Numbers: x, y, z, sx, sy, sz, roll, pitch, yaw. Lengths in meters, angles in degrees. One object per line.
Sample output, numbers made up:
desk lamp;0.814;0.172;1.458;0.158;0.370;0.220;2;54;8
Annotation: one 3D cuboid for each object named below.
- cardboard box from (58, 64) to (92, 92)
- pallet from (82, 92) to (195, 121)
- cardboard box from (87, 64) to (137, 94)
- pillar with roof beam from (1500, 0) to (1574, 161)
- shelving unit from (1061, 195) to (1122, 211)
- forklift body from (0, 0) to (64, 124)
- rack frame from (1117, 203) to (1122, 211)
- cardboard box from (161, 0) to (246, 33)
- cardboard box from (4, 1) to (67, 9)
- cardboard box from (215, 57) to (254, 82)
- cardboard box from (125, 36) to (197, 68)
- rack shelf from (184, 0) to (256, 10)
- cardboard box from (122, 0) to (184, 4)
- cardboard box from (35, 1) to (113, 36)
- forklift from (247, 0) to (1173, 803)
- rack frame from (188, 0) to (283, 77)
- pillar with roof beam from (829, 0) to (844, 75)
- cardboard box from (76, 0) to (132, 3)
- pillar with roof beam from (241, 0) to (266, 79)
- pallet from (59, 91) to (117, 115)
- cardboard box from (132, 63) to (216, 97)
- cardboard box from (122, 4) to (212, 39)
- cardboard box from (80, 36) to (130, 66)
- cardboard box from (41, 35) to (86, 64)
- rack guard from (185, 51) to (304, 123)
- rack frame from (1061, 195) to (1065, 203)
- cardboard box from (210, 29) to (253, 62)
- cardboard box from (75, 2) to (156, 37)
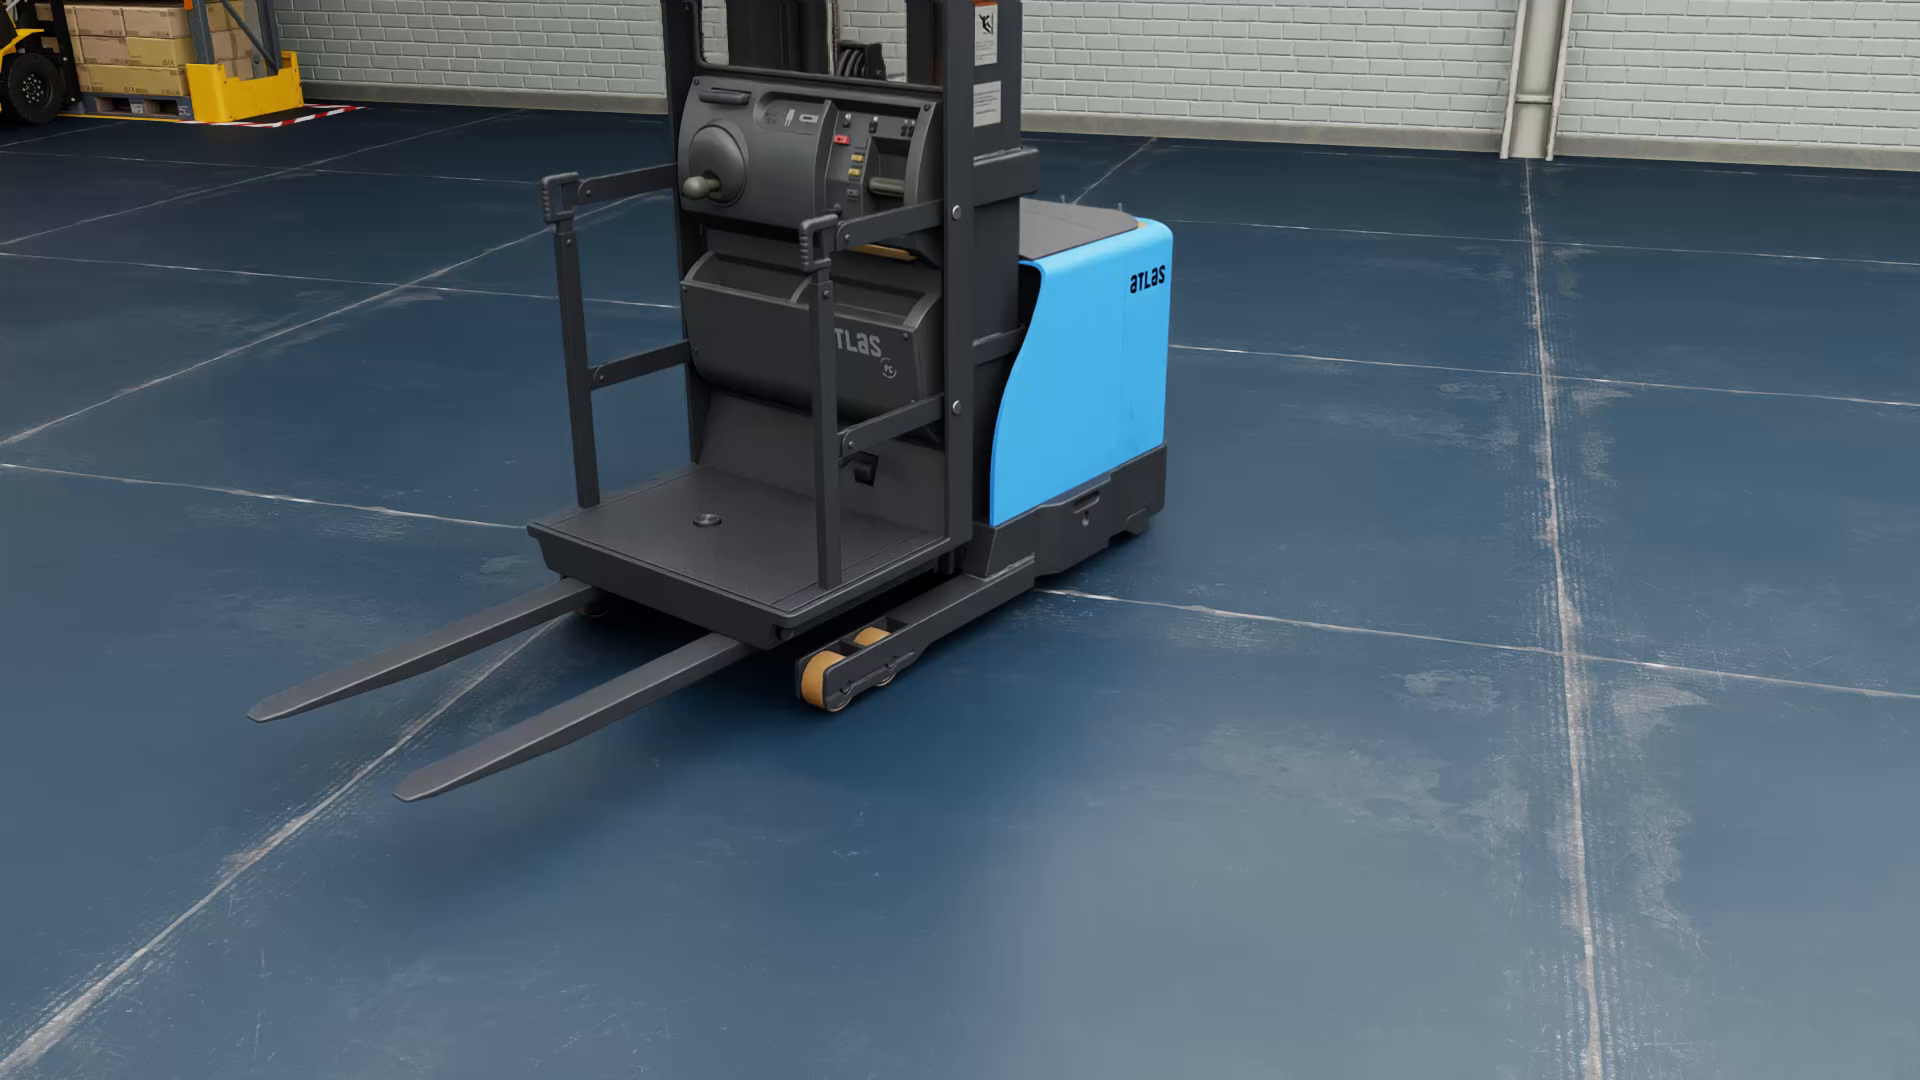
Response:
cardboard box;-8.083;-4.319;15.417;0.500;0.250;0.500;7;23;16
pallet;-7.336;-4.123;15.543;1.213;0.211;1.003;7;23;16
cardboard box;-7.606;-4.261;15.276;0.500;0.250;0.500;7;23;15
pillar with roof beam;3.247;-5.644;7.672;0.400;9.000;9.100;7;23;16
shelving unit;0.417;-0.713;6.126;0.252;1.050;0.215;16;27;34
forklift body;-8.934;-4.497;13.898;1.214;2.155;2.313;7;23;16
rack frame;0.514;-0.686;6.058;0.008;1.050;0.200;16;27;34
cardboard box;-6.997;-4.851;15.395;0.500;0.250;0.500;6;23;15
cardboard box;-8.582;-4.830;15.345;0.500;0.250;0.500;6;23;14
cardboard box;-7.006;-4.391;15.593;0.500;0.250;0.500;7;23;16
cardboard box;-7.148;-4.438;15.047;0.500;0.250;0.500;6;23;15
rack shelf;-8.507;-5.231;15.518;4.000;0.370;1.077;7;23;16
cardboard box;-7.477;-4.904;15.525;0.500;0.250;0.500;7;23;16
cardboard box;-8.099;-4.772;15.203;0.500;0.250;0.500;7;23;16
forklift;-0.579;-1.092;4.570;1.130;2.935;3.031;16;27;35
rack frame;-6.592;-5.344;14.847;0.127;3.000;1.000;7;23;16
pillar with roof beam;-2.497;-6.302;9.276;0.400;9.000;9.100;7;23;16
cardboard box;-7.952;-4.963;15.668;0.500;0.250;0.500;6;23;15
pillar with roof beam;-8.242;-6.960;10.879;0.400;9.000;9.100;7;23;16
pallet;-8.500;-4.257;15.871;1.213;0.211;1.003;7;23;15
cardboard box;-7.133;-4.203;15.134;0.500;0.250;0.500;7;23;16
cardboard box;-7.123;-4.666;14.946;0.500;0.250;0.500;7;23;17
cardboard box;-7.625;-4.497;15.190;0.500;0.250;0.500;6;23;15
cardboard box;-8.126;-4.545;15.310;0.500;0.250;0.500;6;23;14
rack guard;-6.569;-4.185;15.314;0.348;0.500;1.175;7;23;16
rack frame;0.320;-0.741;6.194;0.008;1.050;0.200;16;27;34
cardboard box;-6.982;-4.625;15.503;0.500;0.250;0.500;7;23;16
cardboard box;-7.613;-4.720;15.077;0.500;0.250;0.500;7;23;16
